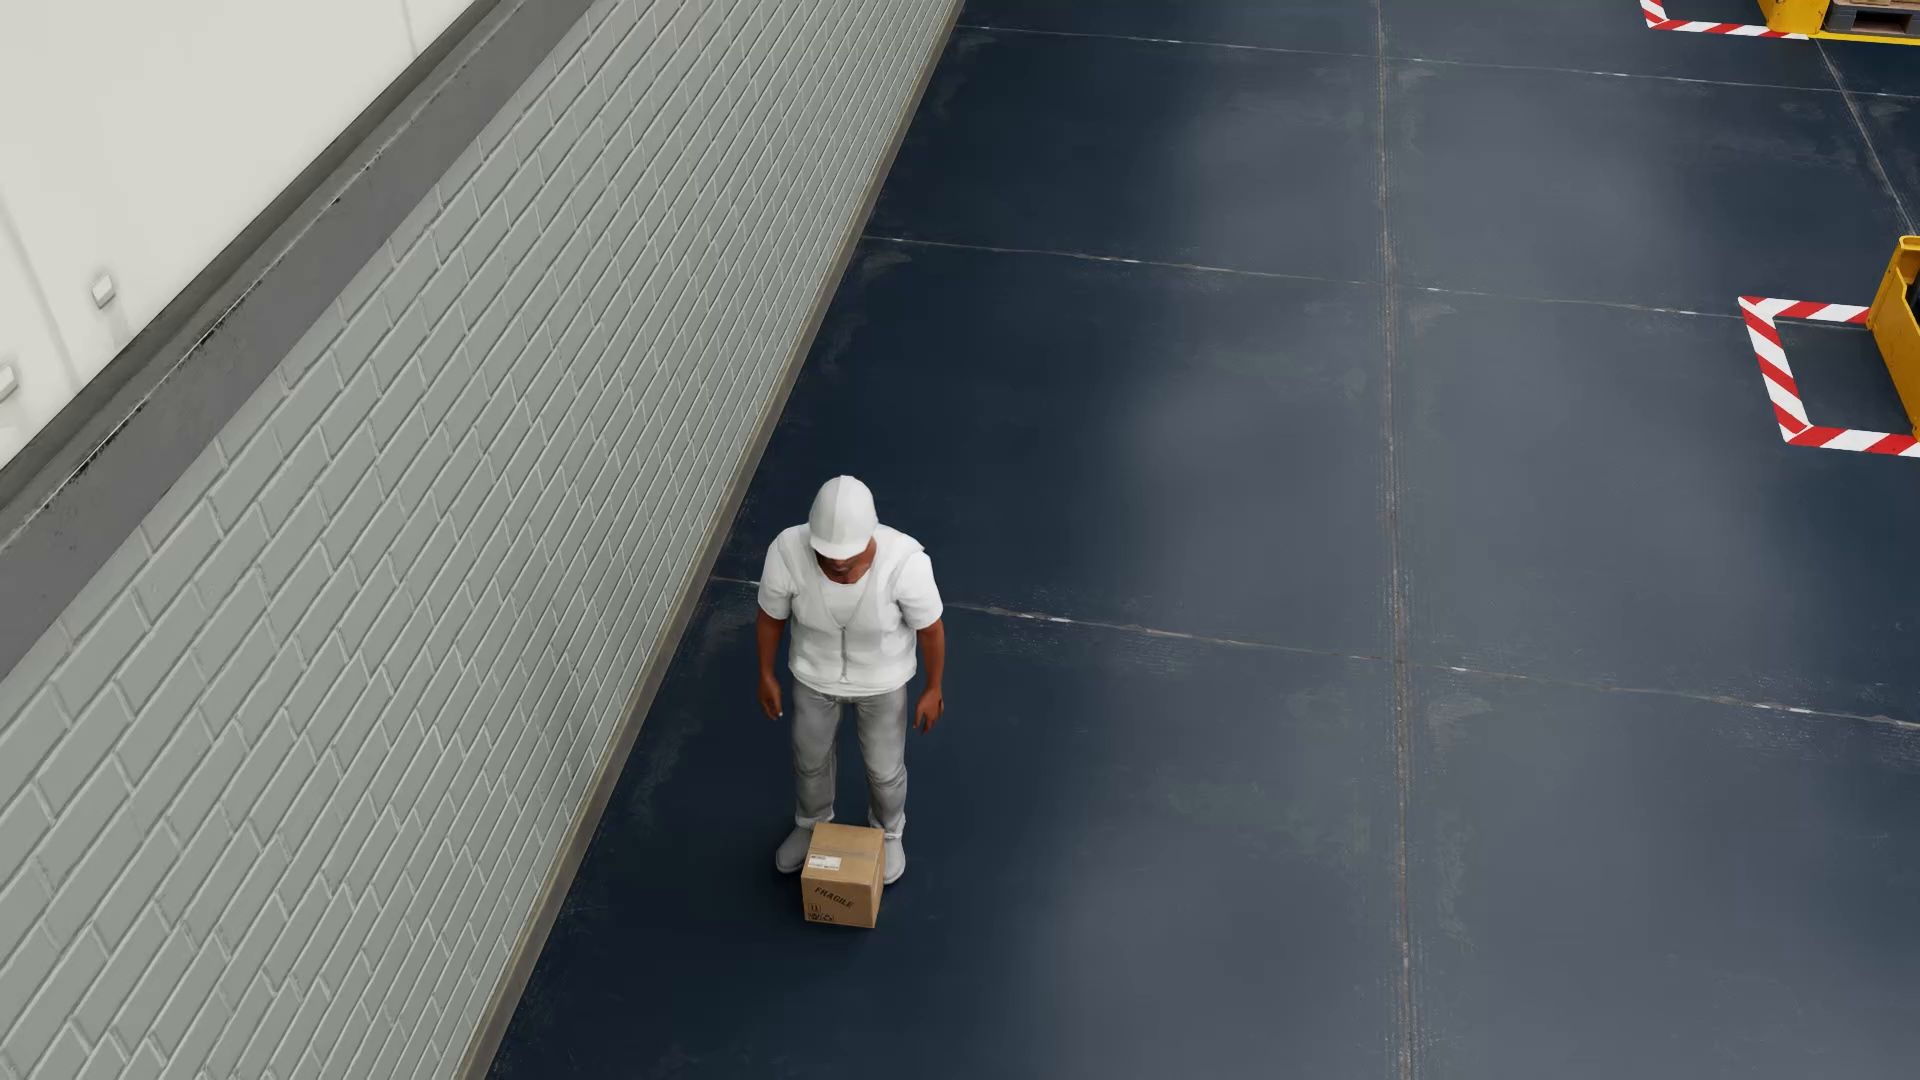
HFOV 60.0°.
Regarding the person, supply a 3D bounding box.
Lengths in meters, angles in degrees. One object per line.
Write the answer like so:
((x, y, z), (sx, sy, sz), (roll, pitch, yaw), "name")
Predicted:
((-0.369, 0.471, 5.588), (0.636, 1.761, 0.454), (5, 41, 5), "person")
